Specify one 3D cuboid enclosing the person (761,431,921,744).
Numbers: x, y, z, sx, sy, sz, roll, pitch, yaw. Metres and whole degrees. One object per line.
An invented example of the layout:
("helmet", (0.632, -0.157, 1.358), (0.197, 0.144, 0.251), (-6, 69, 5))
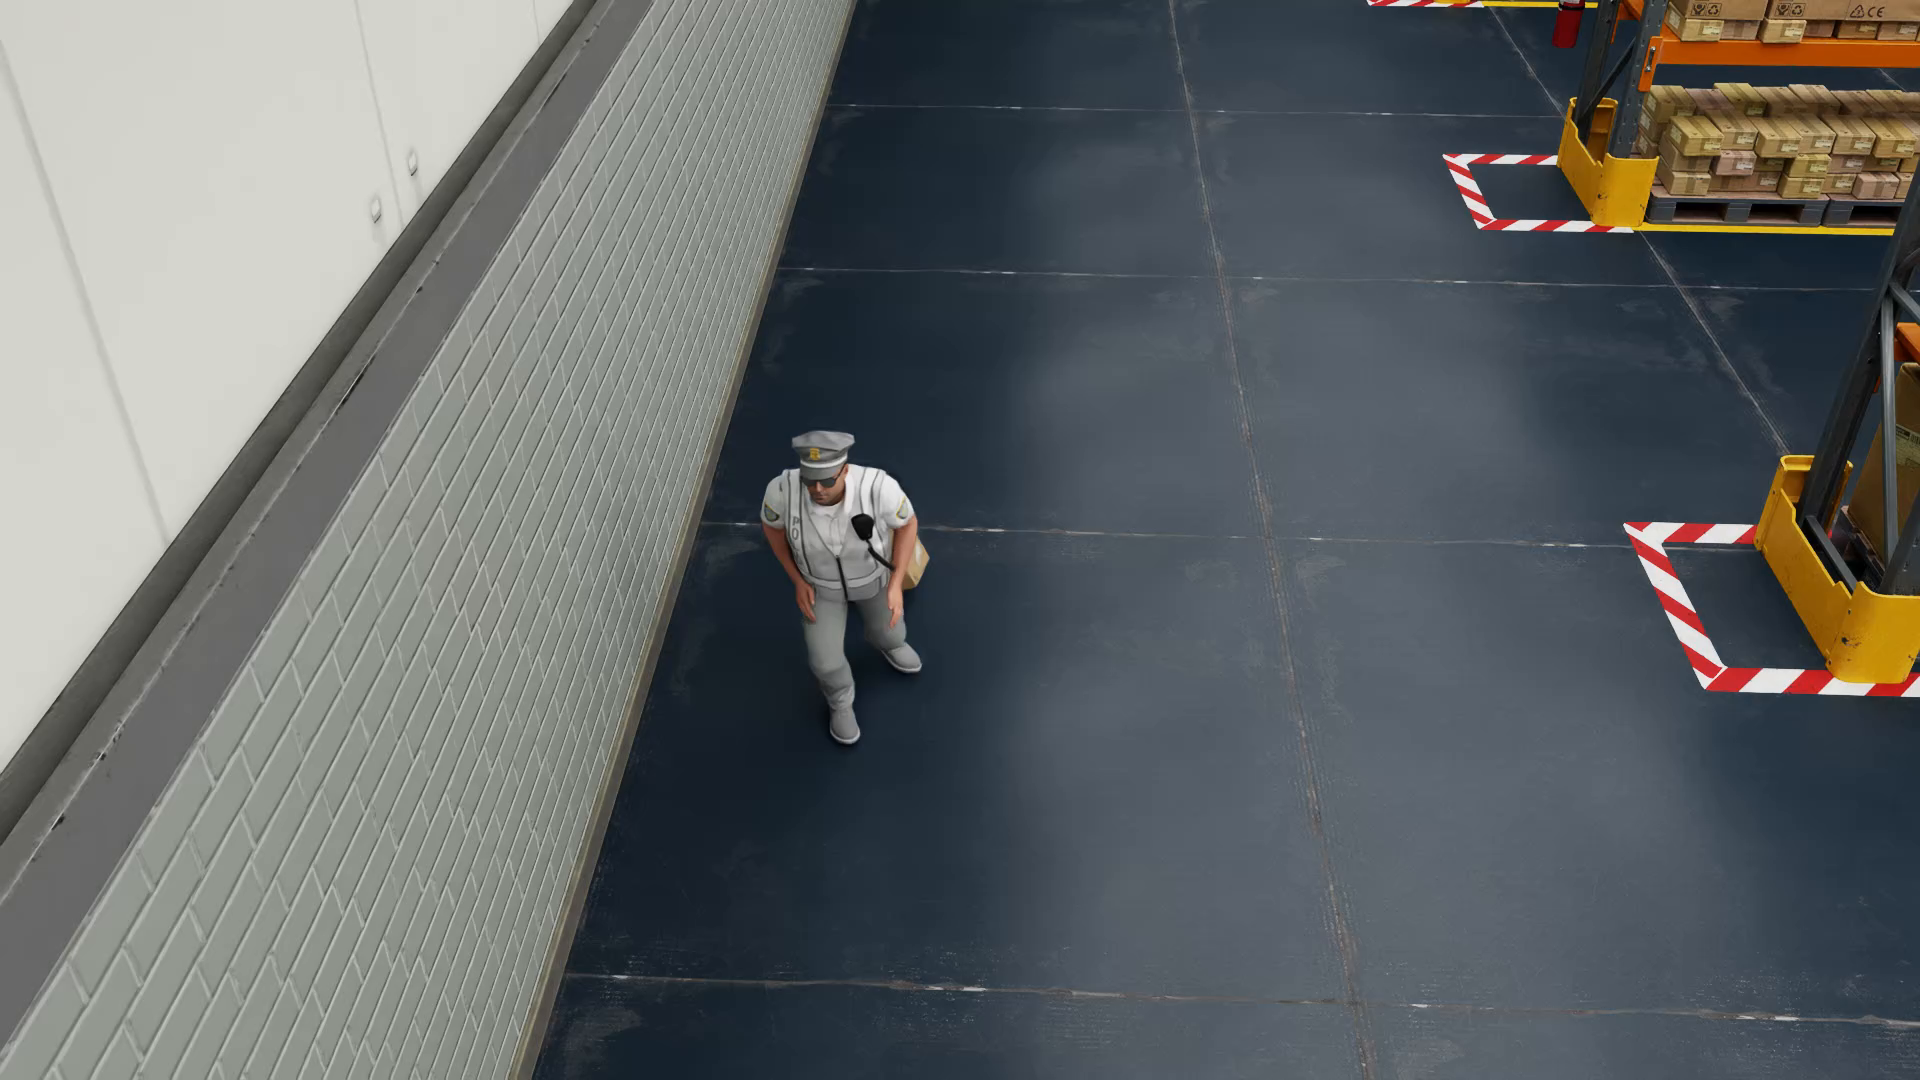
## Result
("person", (-0.487, 0.103, 7.034), (0.666, 1.667, 0.838), (-3, 36, -5))
